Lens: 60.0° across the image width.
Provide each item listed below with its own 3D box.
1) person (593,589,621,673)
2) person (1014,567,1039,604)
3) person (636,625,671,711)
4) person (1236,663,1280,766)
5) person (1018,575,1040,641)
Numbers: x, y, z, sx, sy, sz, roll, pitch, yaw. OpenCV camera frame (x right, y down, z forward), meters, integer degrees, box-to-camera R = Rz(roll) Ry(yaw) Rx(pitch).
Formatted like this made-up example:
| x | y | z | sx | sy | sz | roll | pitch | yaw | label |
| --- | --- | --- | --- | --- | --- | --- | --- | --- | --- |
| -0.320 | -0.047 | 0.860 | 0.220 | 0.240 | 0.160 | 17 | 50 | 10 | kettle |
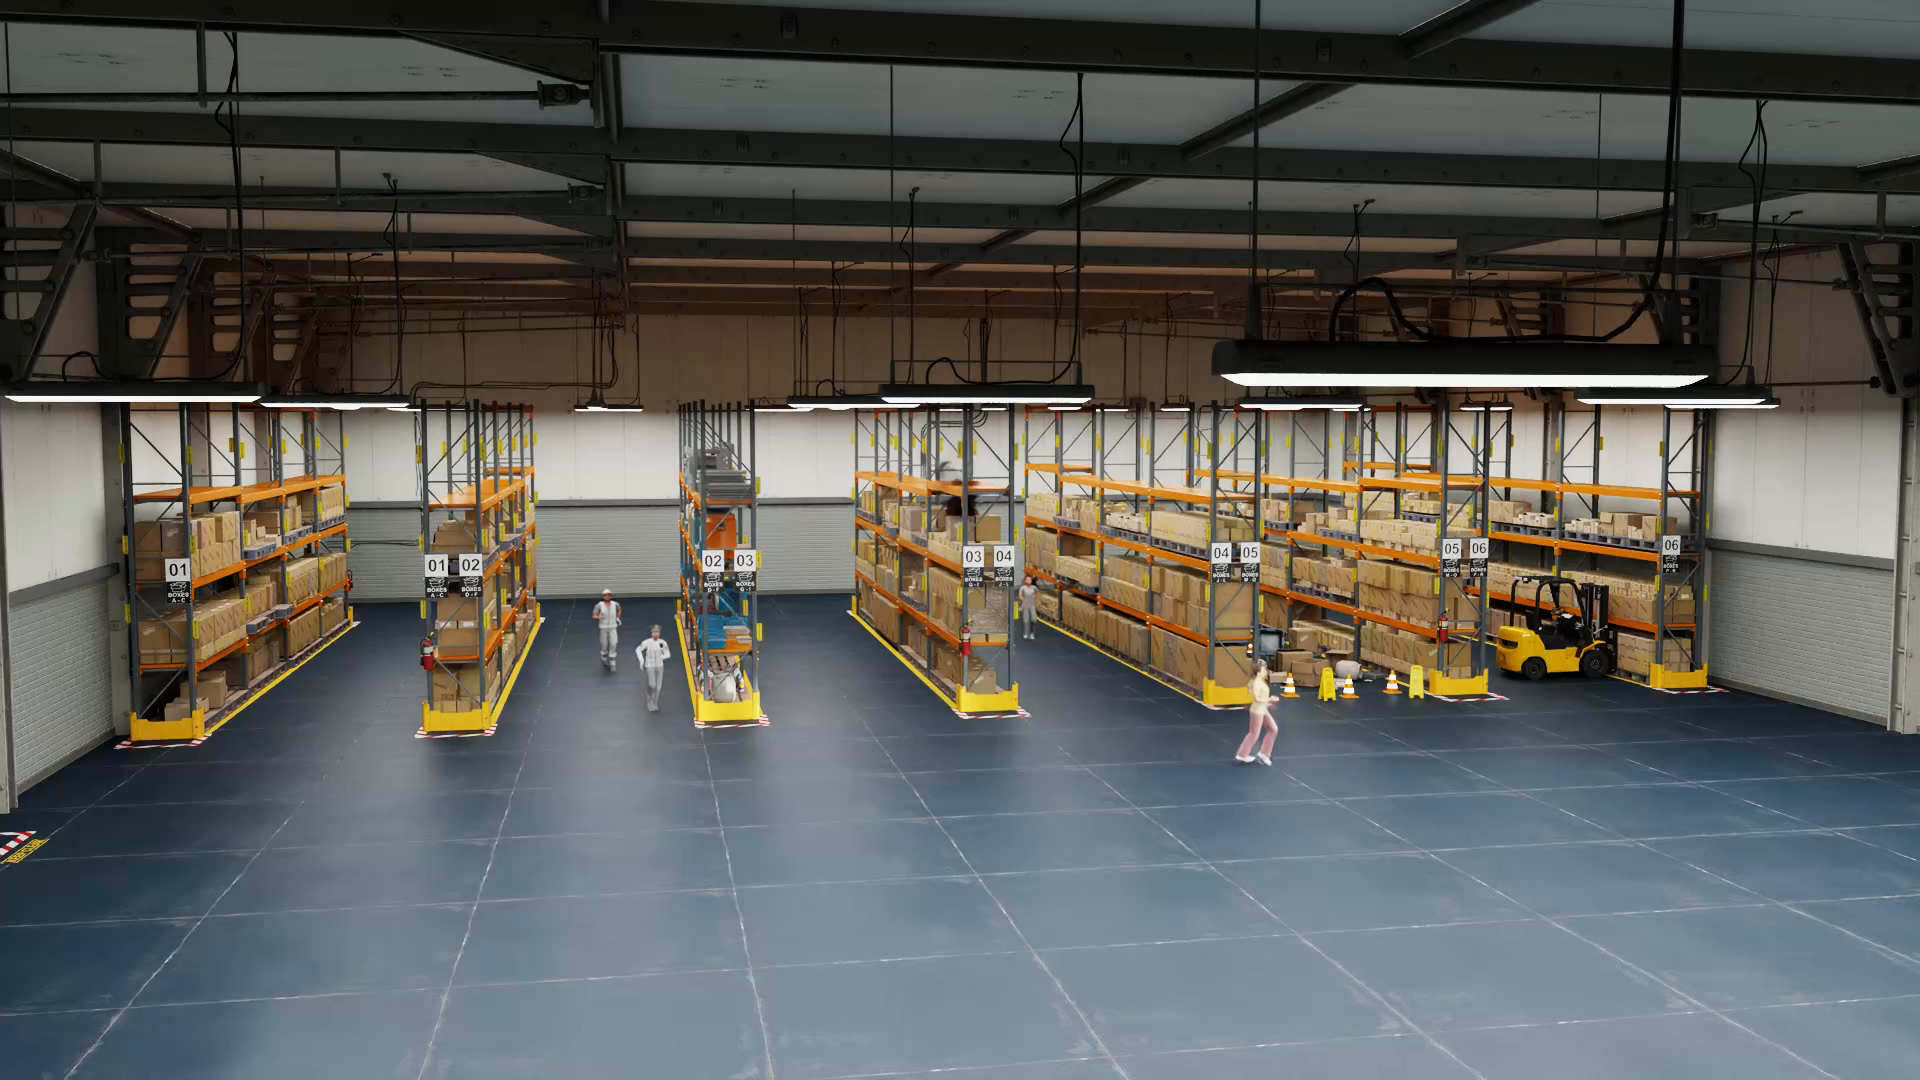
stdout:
| x | y | z | sx | sy | sz | roll | pitch | yaw | label |
| --- | --- | --- | --- | --- | --- | --- | --- | --- | --- |
| -7.869 | 2.003 | 37.125 | 0.648 | 1.809 | 0.920 | -1 | 5 | -19 | person |
| 2.065 | 1.087 | 50.070 | 0.998 | 1.700 | 0.862 | 1 | 5 | 19 | person |
| -5.867 | 2.461 | 31.990 | 0.598 | 1.669 | 0.608 | -2 | 5 | -24 | person |
| 4.857 | 2.853 | 27.098 | 0.711 | 1.710 | 0.556 | 2 | 5 | 20 | person |
| 1.756 | 1.727 | 42.079 | 0.585 | 1.678 | 0.664 | -1 | 4 | -10 | person |
